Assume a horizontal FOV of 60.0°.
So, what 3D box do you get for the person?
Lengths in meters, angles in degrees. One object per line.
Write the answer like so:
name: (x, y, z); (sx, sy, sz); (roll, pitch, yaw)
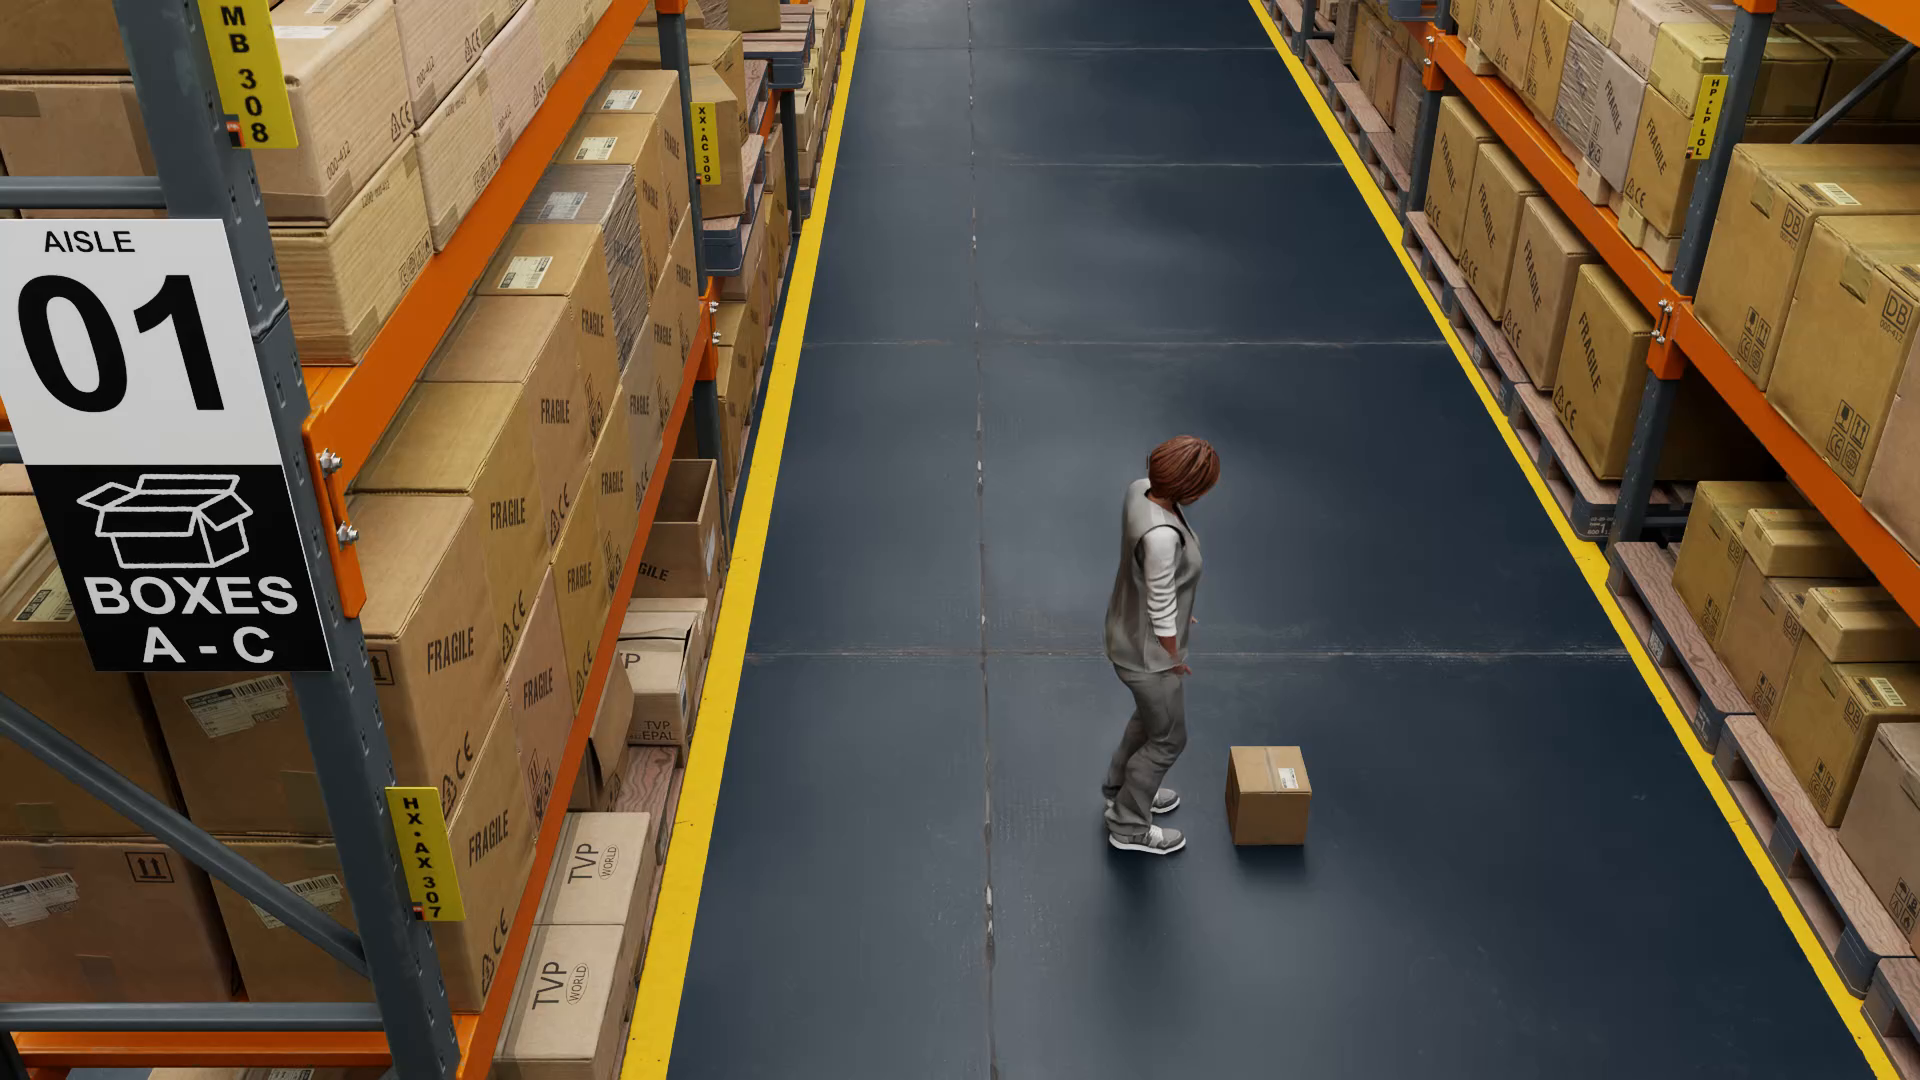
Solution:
person: (0.651, 0.355, 5.619); (0.340, 1.562, 0.417); (1, 32, 1)
